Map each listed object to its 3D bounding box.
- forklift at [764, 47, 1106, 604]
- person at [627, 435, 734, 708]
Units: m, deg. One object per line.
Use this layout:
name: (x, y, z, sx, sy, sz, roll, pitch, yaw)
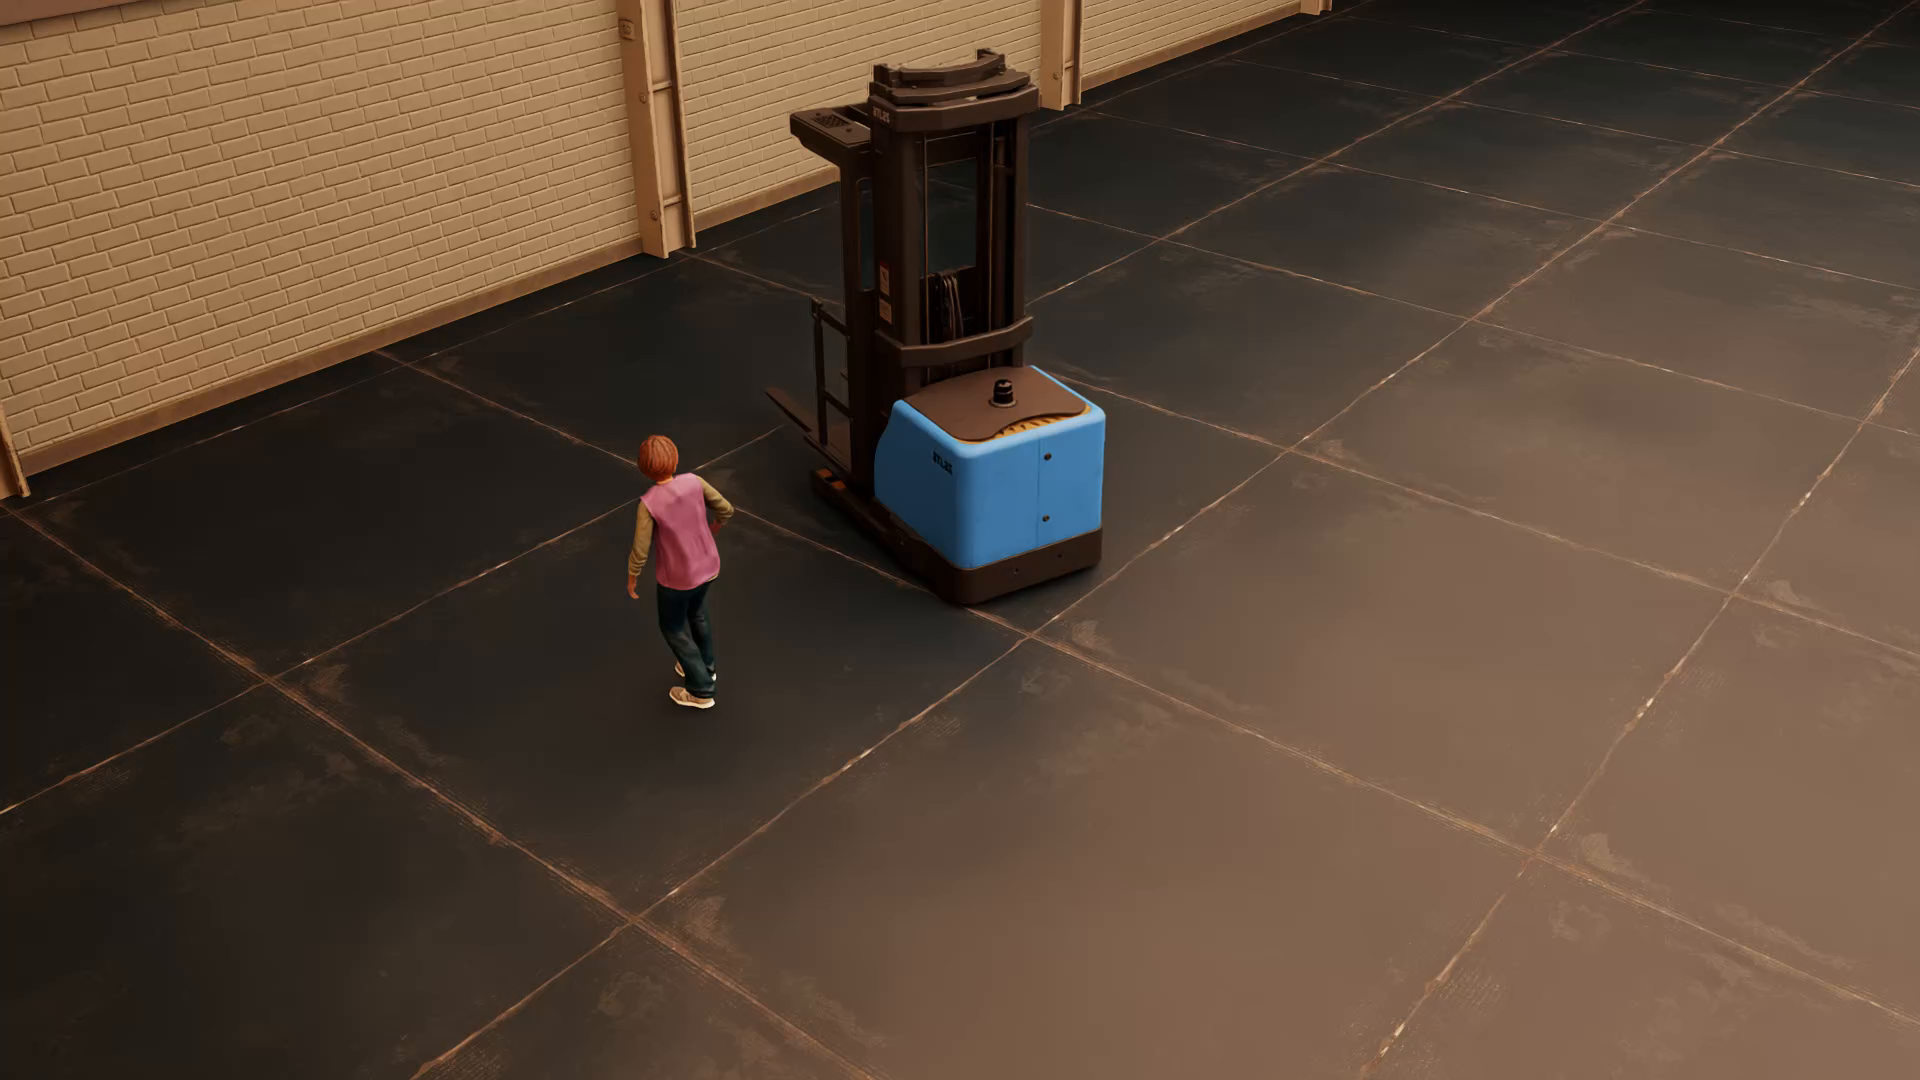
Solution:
forklift: (-0.330, -1.596, 10.326, 1.130, 2.935, 3.031, -17, 34, -27)
person: (-1.490, 0.167, 8.664, 0.449, 1.575, 0.612, 22, 37, 33)
